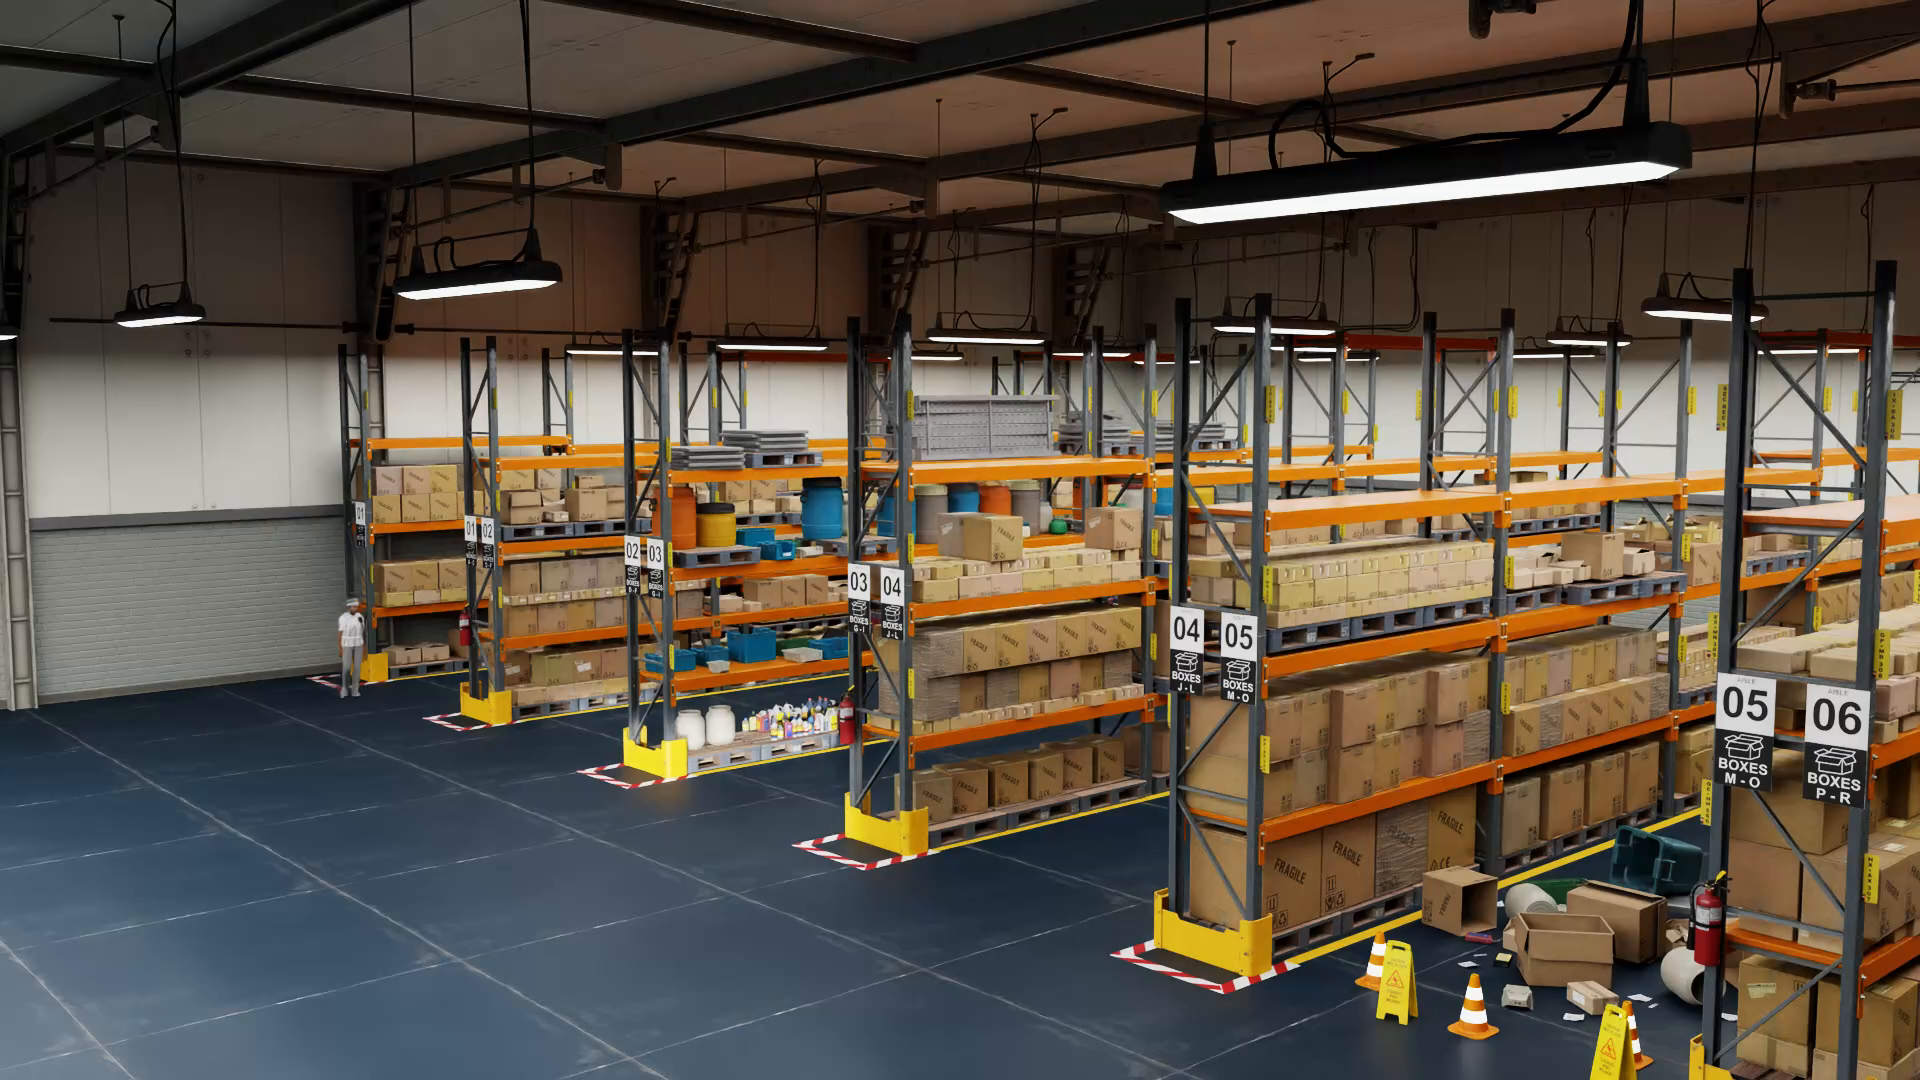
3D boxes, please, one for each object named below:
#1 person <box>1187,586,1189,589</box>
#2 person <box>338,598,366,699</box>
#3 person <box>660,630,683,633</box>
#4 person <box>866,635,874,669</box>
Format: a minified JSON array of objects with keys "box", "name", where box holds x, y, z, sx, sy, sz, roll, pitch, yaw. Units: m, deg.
[{"box":[4.189,1.382,32.385,1.069,1.722,0.583,-4,7,-38],"name":"person"},{"box":[-10.224,1.816,27.988,0.478,1.701,0.408,-4,7,-41],"name":"person"},{"box":[-5.193,1.573,30.440,0.668,1.763,0.756,4,6,38],"name":"person"},{"box":[-1.214,1.486,29.393,0.591,1.543,1.045,4,6,36],"name":"person"}]
